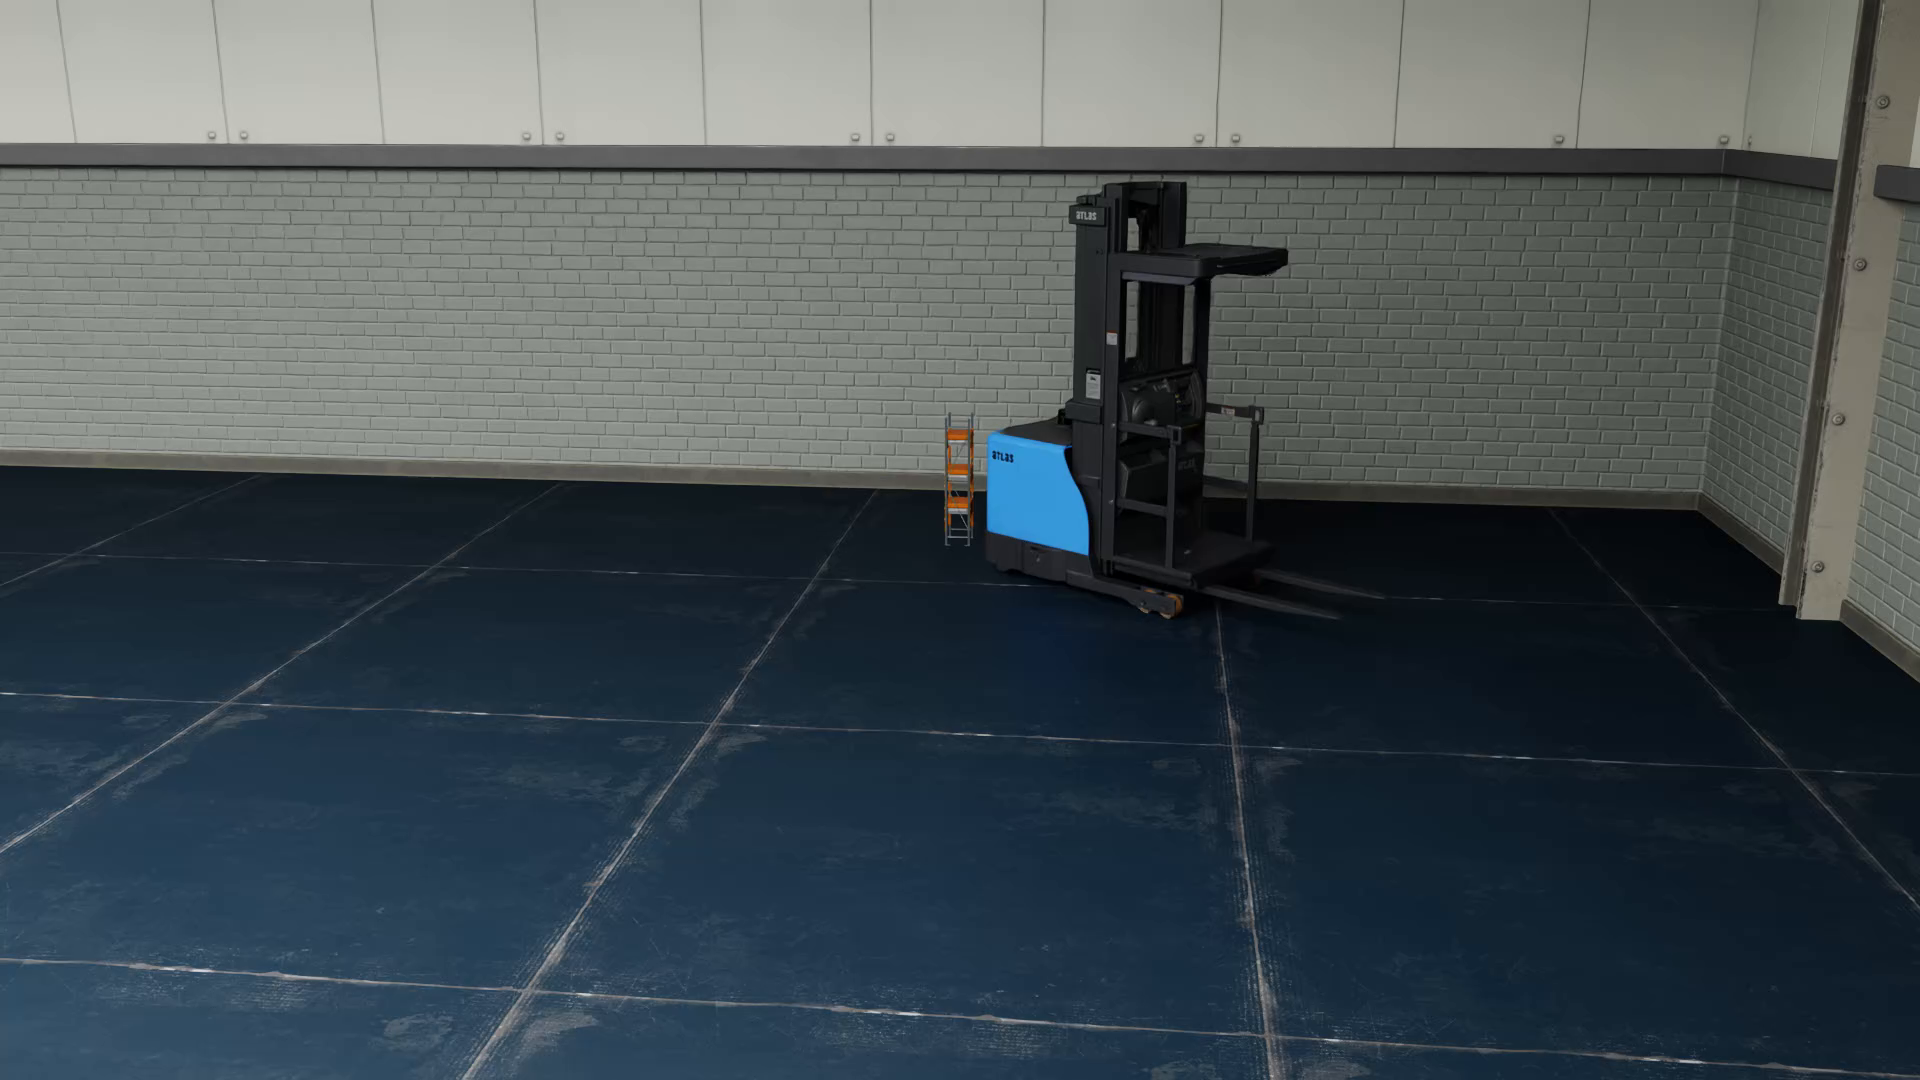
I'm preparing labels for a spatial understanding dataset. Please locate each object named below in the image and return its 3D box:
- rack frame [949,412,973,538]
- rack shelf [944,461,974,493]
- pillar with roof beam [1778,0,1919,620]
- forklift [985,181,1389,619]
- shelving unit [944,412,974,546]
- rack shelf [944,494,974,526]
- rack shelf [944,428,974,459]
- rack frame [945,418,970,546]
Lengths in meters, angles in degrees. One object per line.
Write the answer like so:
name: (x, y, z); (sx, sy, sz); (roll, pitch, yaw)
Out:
rack frame: (0.008, -0.525, 13.591); (0.200, 1.050, 0.008); (2, 15, 6)
rack shelf: (-0.006, -0.483, 13.476); (0.215, 0.259, 0.240); (2, 15, 6)
pillar with roof beam: (1.756, -3.966, 11.088); (9.100, 9.000, 0.400); (2, 15, 6)
forklift: (1.608, -1.019, 11.815); (3.031, 2.935, 1.130); (14, 20, 41)
shelving unit: (-0.006, -0.493, 13.474); (0.215, 1.050, 0.252); (2, 15, 6)
rack shelf: (-0.006, -0.214, 13.549); (0.215, 0.259, 0.240); (2, 15, 6)
rack shelf: (-0.006, -0.757, 13.402); (0.215, 0.259, 0.240); (2, 15, 6)
rack frame: (-0.020, -0.461, 13.357); (0.200, 1.050, 0.008); (2, 15, 6)
